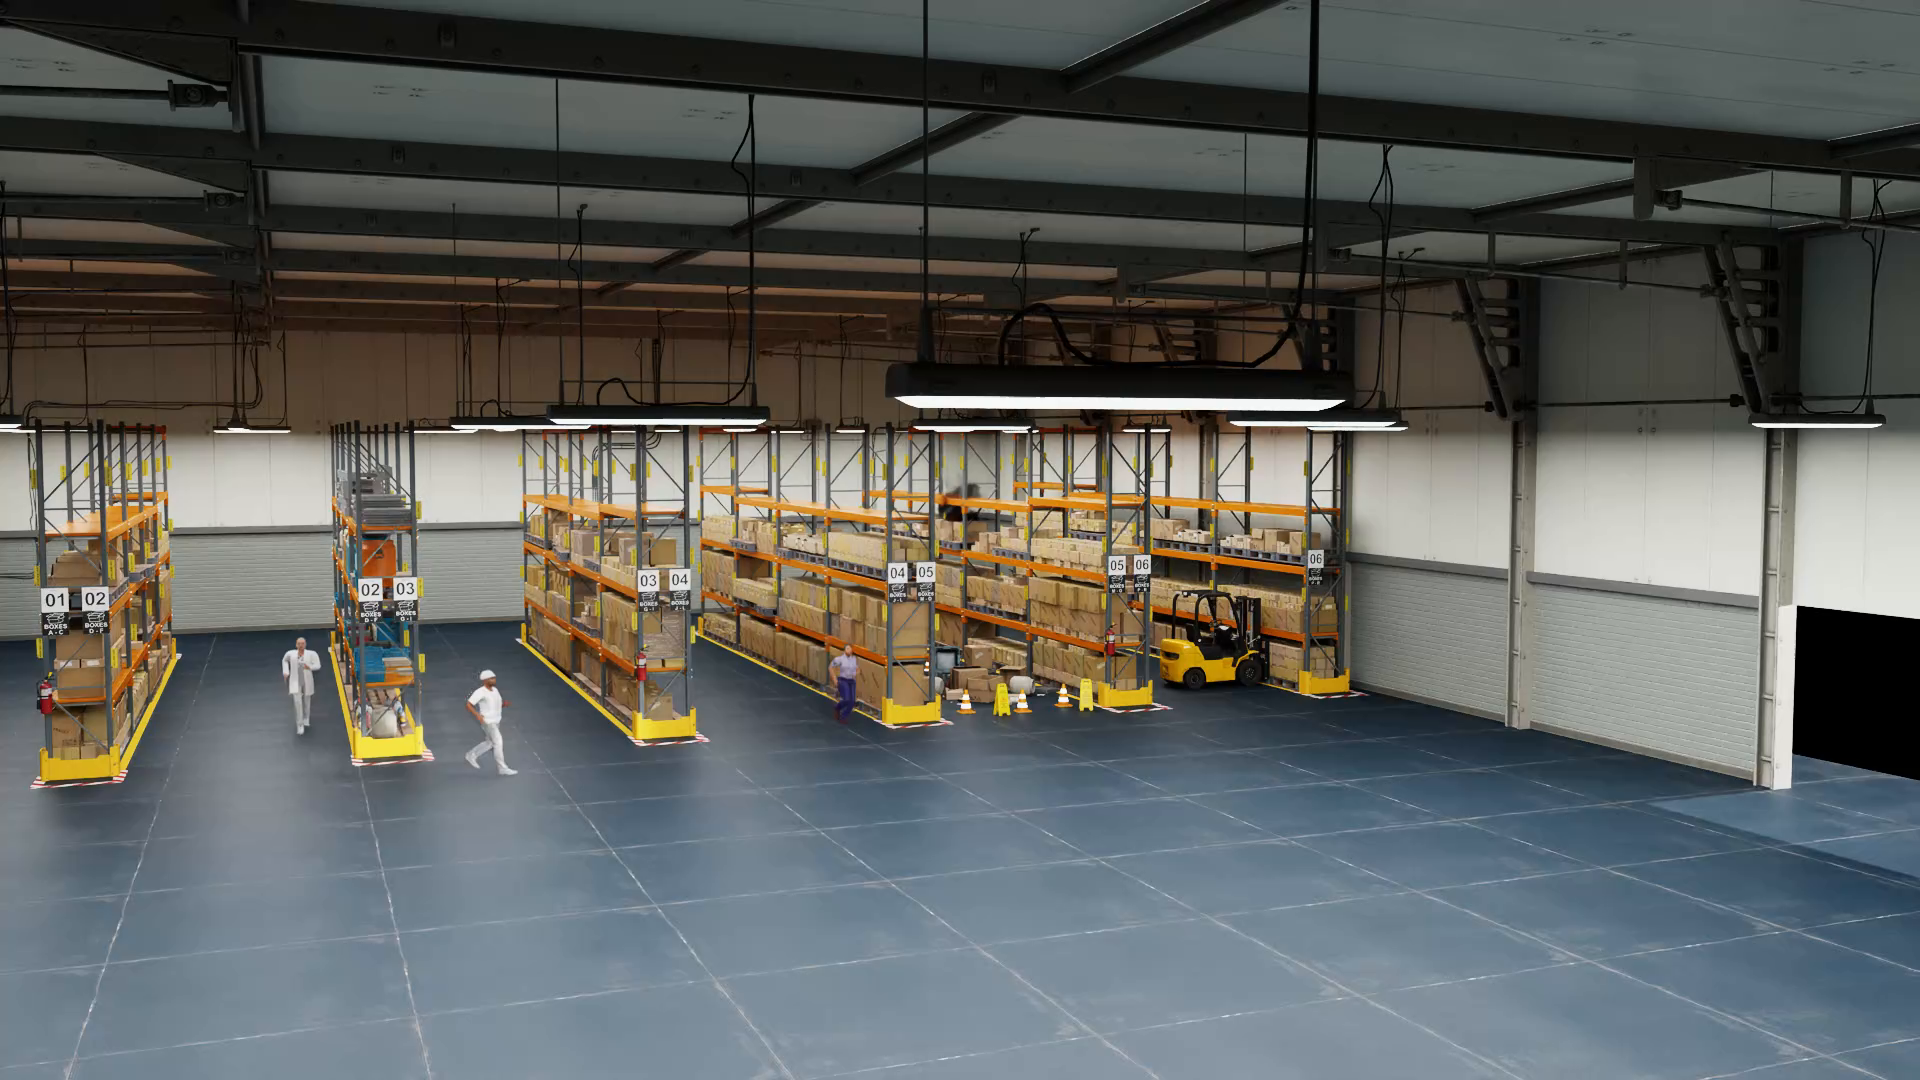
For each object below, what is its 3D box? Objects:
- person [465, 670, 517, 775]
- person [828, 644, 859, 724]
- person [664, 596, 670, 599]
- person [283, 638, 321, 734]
[{"bbox_3d":[-7.935,3.066,28.053,0.987,1.743,0.706,1,4,9],"label":"person"},{"bbox_3d":[-2.235,2.864,33.051,0.607,1.585,0.522,-3,5,-40],"label":"person"},{"bbox_3d":[-8.582,1.926,47.394,0.667,1.705,0.663,0,4,5],"label":"person"},{"bbox_3d":[-12.768,2.792,32.277,0.680,1.812,1.001,-2,4,-23],"label":"person"}]
